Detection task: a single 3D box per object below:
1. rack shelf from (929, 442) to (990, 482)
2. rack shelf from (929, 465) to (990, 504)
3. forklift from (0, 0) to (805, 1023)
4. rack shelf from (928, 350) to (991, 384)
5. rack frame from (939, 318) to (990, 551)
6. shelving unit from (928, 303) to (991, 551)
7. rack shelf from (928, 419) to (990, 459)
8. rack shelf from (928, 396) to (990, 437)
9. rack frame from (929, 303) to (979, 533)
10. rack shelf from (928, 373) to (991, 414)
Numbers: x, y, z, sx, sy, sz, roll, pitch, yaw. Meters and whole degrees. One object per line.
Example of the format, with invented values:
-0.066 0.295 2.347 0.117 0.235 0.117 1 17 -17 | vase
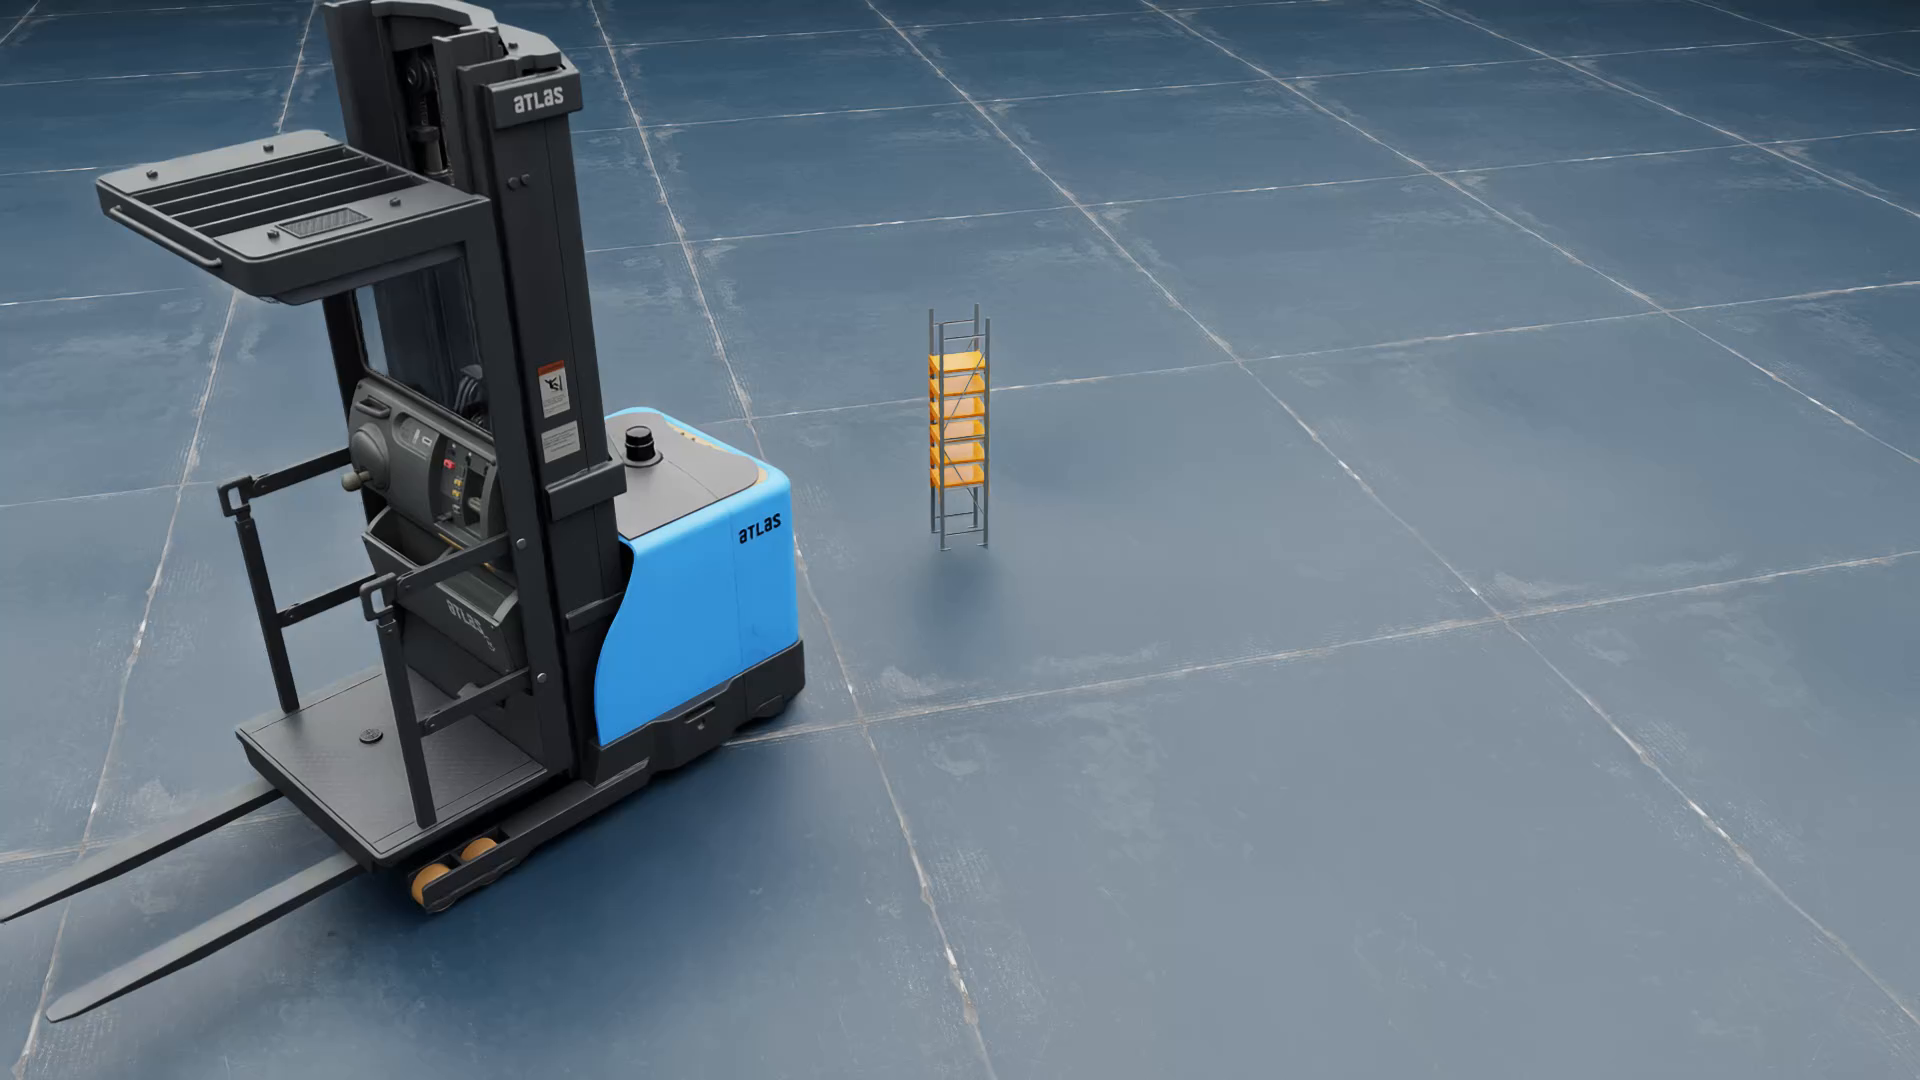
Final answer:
-0.004 -0.384 8.044 0.258 0.103 0.180 -8 31 -13 | rack shelf
-0.004 -0.280 8.104 0.258 0.103 0.180 -8 31 -13 | rack shelf
-2.037 -0.231 5.723 1.130 2.935 3.031 26 39 37 | forklift
-0.004 -0.799 7.803 0.258 0.103 0.180 -8 31 -13 | rack shelf
0.020 -0.482 7.885 0.240 1.200 0.006 -8 31 -13 | rack frame
-0.004 -0.526 7.962 0.258 1.200 0.189 -8 31 -13 | shelving unit
-0.004 -0.488 7.984 0.258 0.103 0.180 -8 31 -13 | rack shelf
-0.004 -0.592 7.924 0.258 0.103 0.180 -8 31 -13 | rack shelf
-0.028 -0.570 8.038 0.240 1.200 0.006 -8 31 -13 | rack frame
-0.004 -0.696 7.864 0.258 0.103 0.180 -8 31 -13 | rack shelf
